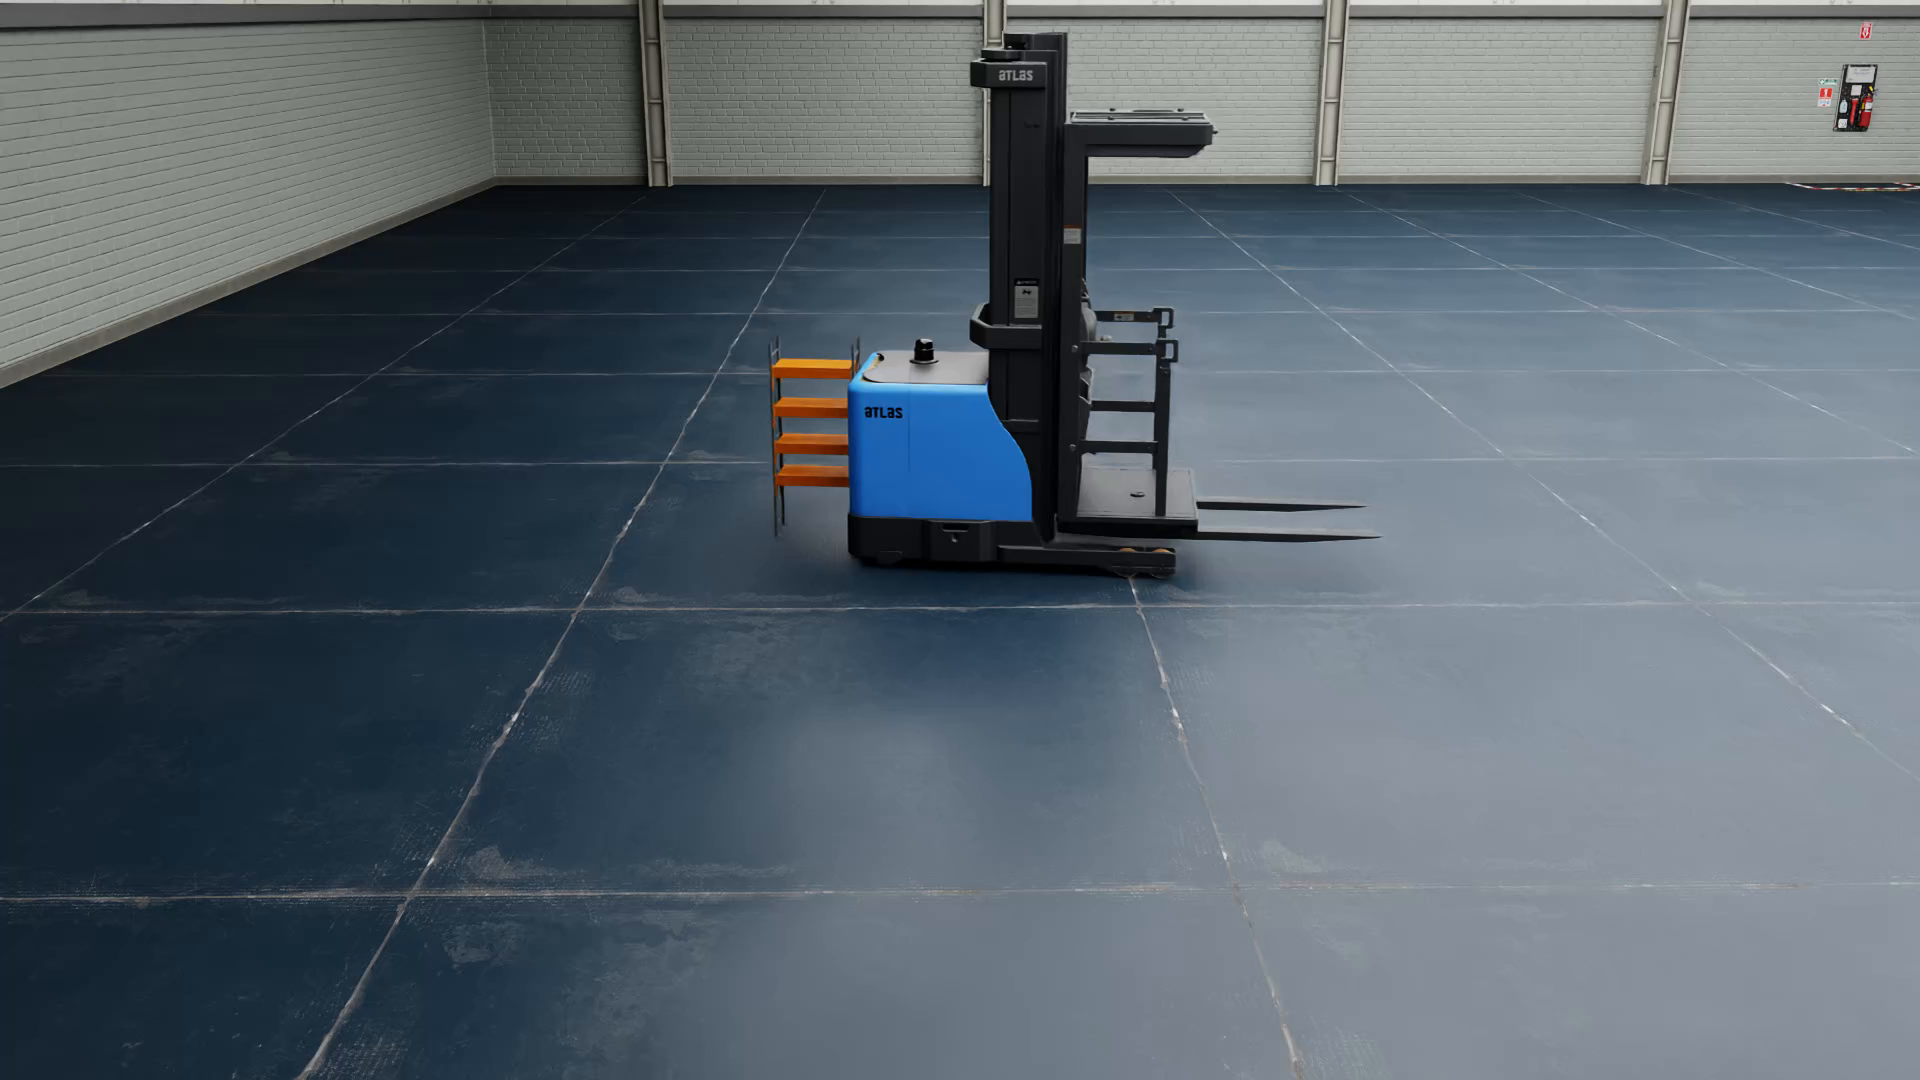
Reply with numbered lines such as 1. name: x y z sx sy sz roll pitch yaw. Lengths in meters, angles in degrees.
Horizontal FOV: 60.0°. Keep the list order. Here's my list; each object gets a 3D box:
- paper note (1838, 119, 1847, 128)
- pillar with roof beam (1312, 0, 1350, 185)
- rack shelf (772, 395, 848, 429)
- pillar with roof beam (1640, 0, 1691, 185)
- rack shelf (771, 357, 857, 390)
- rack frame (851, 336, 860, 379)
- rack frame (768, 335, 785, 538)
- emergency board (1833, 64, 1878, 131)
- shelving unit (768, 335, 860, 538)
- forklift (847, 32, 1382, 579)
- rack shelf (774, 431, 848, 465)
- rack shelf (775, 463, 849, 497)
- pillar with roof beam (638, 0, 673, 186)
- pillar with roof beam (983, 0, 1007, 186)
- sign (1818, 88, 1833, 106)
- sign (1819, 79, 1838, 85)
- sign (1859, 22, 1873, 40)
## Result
1. paper note: 15.961 -7.533 30.062 0.142 0.148 0.016 0 18 -1
2. pillar with roof beam: 6.680 -9.417 24.670 0.400 9.000 9.100 0 18 -1
3. rack shelf: -0.859 -0.759 9.938 0.480 0.148 0.258 2 18 5
4. pillar with roof beam: 12.679 -9.445 24.760 0.400 9.000 9.100 0 18 -1
5. rack shelf: -0.859 -0.985 9.866 0.480 0.148 0.258 2 18 5
6. rack frame: -0.616 -0.603 9.964 0.015 1.200 0.240 2 18 5
7. rack frame: -1.102 -0.617 10.008 0.015 1.200 0.240 2 18 5
8. emergency board: 16.139 -7.932 29.865 0.643 1.169 0.194 0 18 -1
9. shelving unit: -0.859 -0.610 9.986 0.503 1.200 0.258 2 18 5
10. forklift: 0.902 -1.348 9.451 3.031 2.935 1.130 2 18 5
11. rack shelf: -0.859 -0.546 10.007 0.480 0.148 0.258 2 18 5
12. rack shelf: -0.859 -0.357 10.067 0.480 0.148 0.258 2 18 5
13. pillar with roof beam: -5.319 -9.359 24.490 0.400 9.000 9.100 0 18 -1
14. pillar with roof beam: 0.681 -9.388 24.580 0.400 9.000 9.100 0 18 -1
15. sign: 15.585 -7.978 29.949 0.234 0.329 0.001 0 18 -1
16. sign: 15.589 -8.228 29.860 0.331 0.109 0.001 0 18 -1
17. sign: 16.129 -9.067 29.605 0.199 0.298 0.001 0 18 -1
